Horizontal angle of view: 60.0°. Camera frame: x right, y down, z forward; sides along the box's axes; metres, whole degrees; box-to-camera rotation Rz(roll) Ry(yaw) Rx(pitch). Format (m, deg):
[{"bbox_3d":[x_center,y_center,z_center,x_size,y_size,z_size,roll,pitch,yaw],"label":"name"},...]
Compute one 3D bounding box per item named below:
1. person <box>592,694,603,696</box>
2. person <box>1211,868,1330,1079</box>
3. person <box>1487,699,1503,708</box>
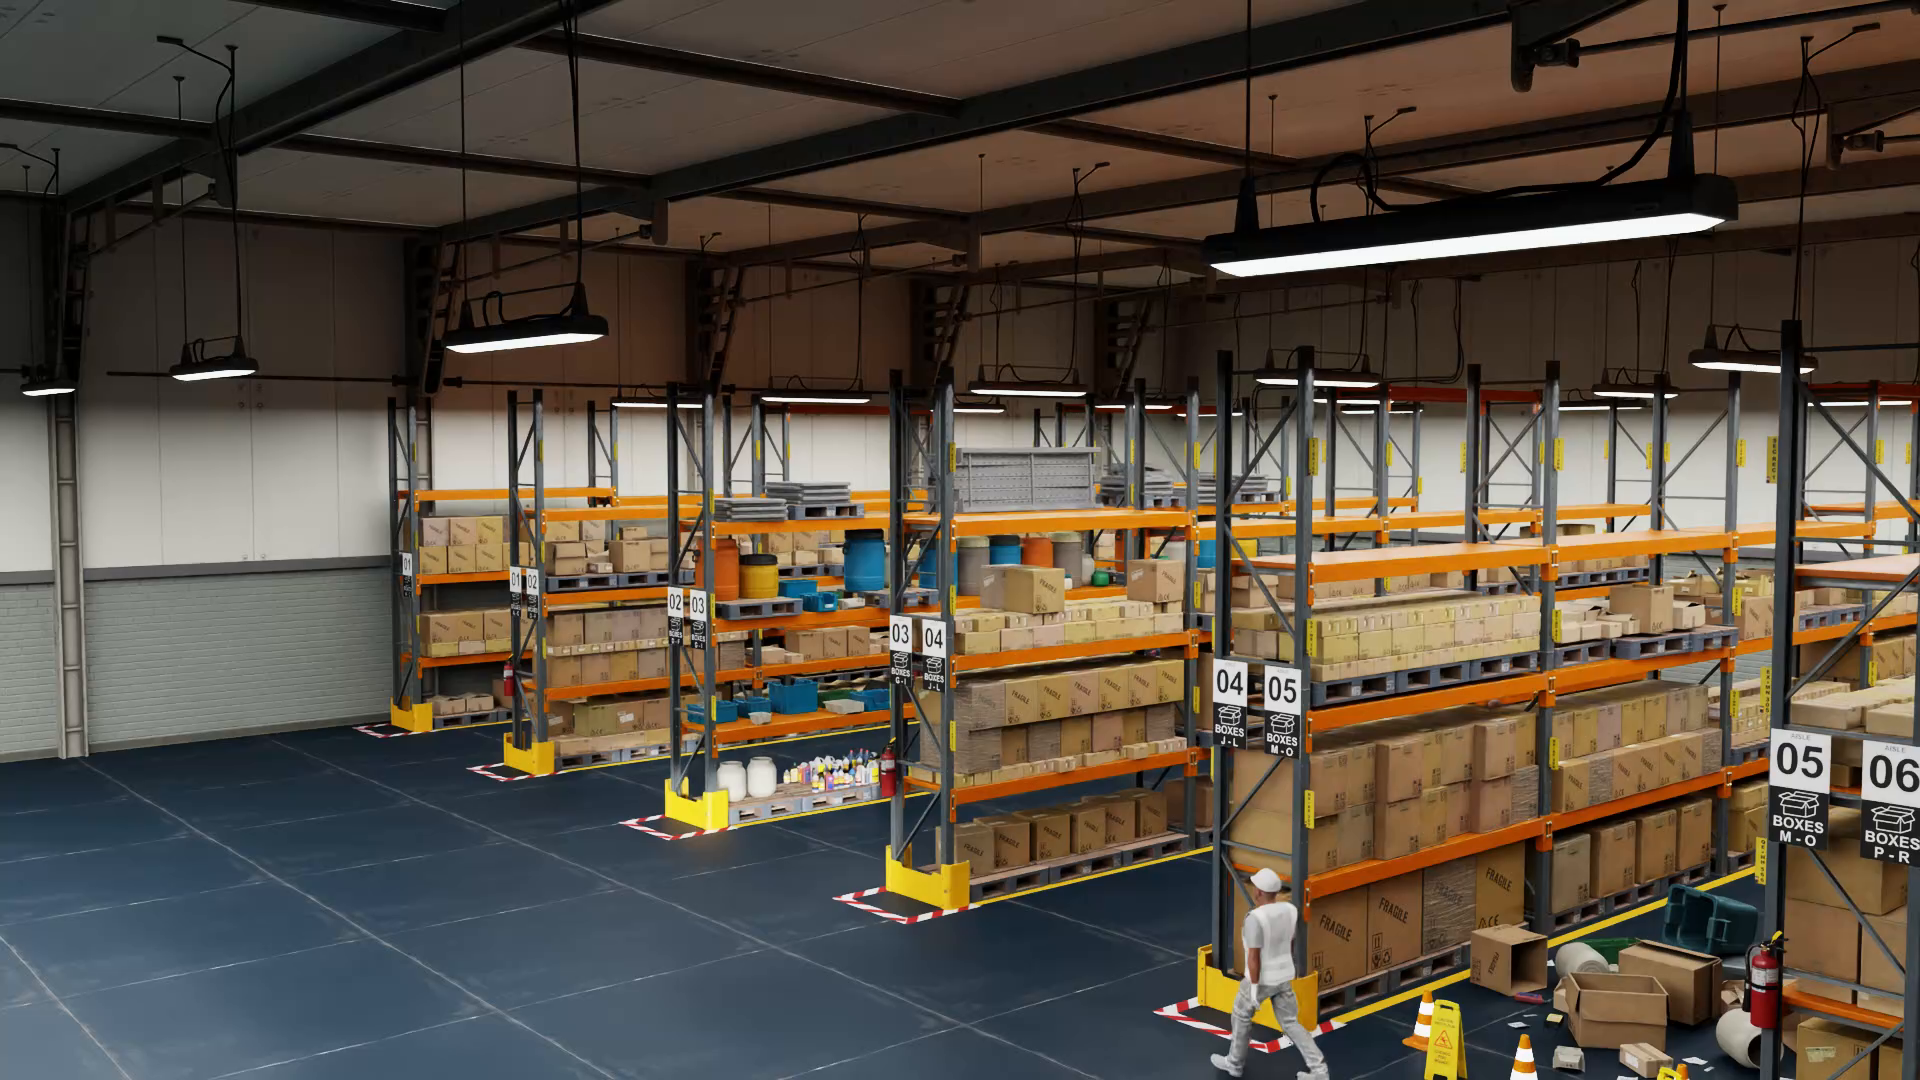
[{"bbox_3d":[-6.455,2.625,29.120,0.449,1.641,0.860,2,4,28],"label":"person"},{"bbox_3d":[2.485,3.509,13.349,0.558,1.745,1.065,-3,4,-39],"label":"person"},{"bbox_3d":[7.432,3.002,23.354,0.896,1.552,0.420,-2,4,-29],"label":"person"}]
